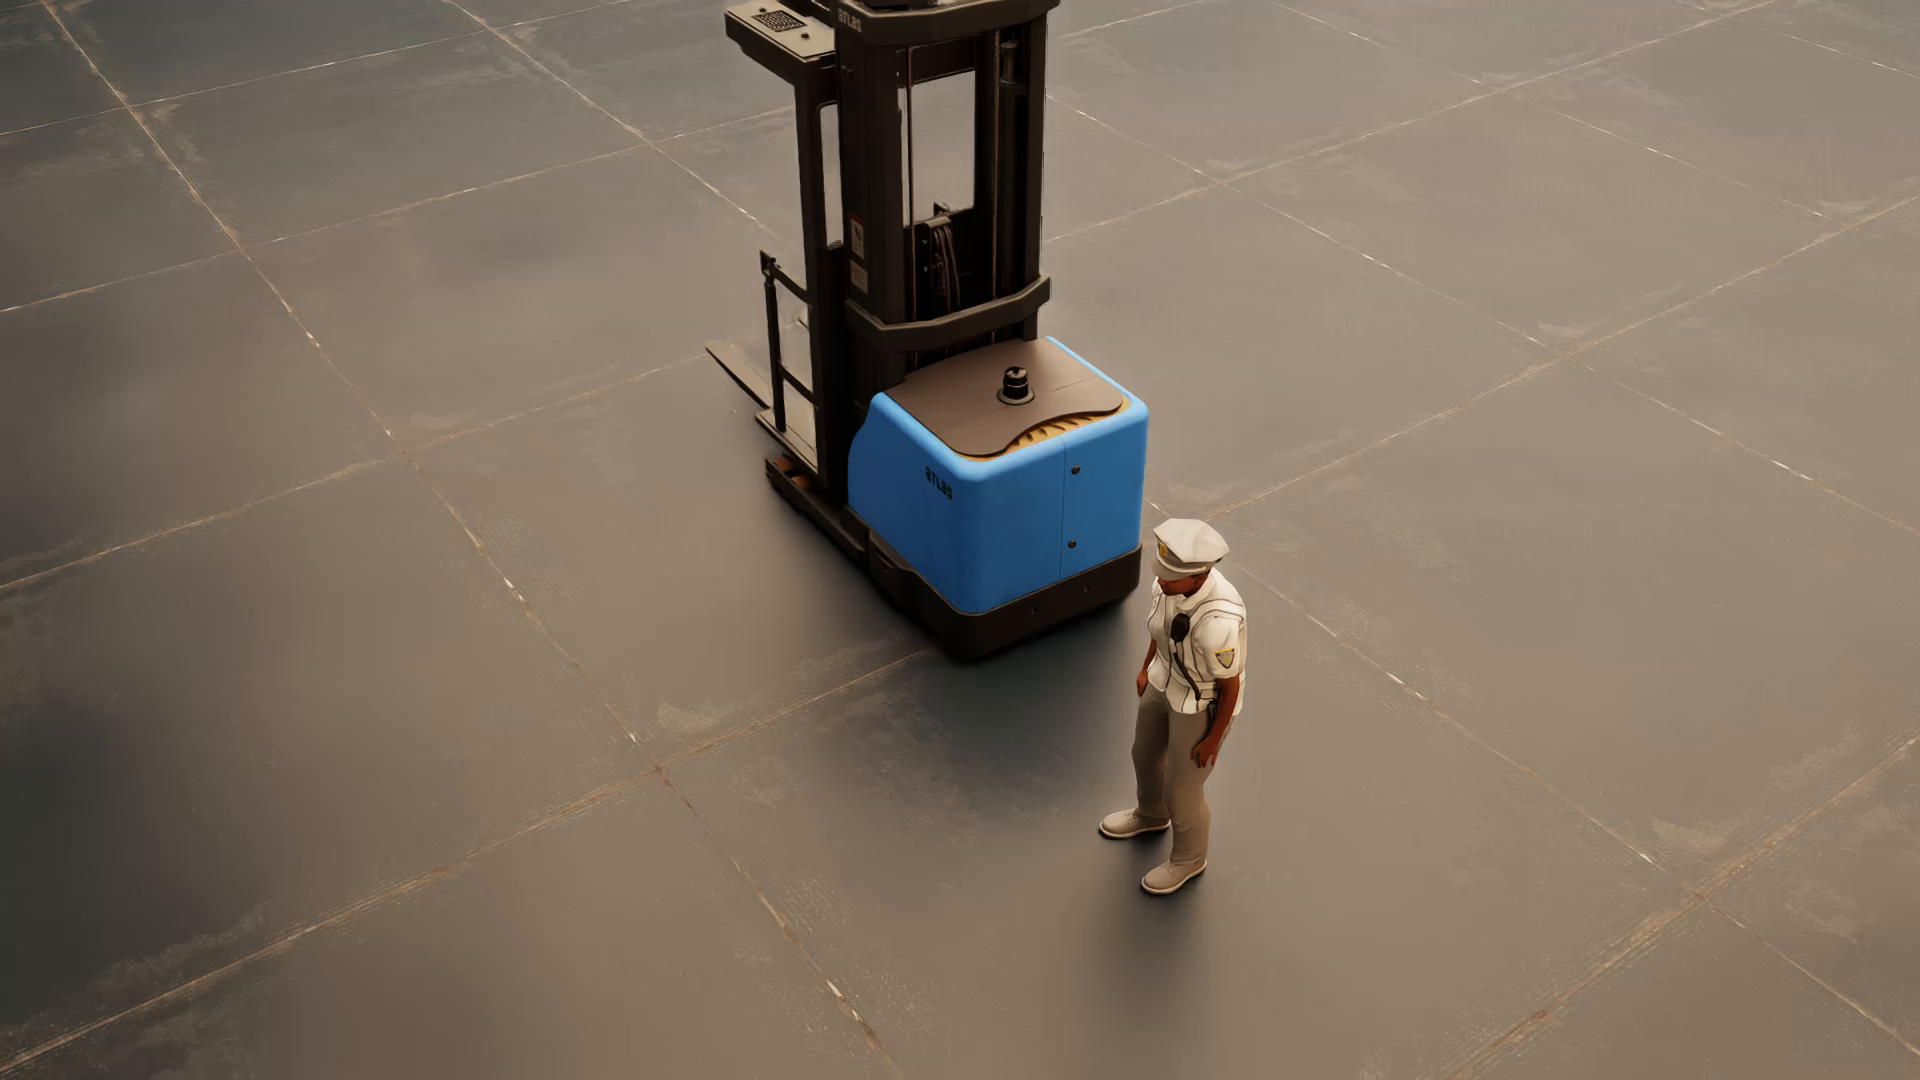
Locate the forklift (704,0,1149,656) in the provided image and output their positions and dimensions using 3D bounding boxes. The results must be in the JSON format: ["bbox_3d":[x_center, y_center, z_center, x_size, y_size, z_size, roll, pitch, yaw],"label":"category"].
[{"bbox_3d":[-0.365,-1.490,7.959,1.130,2.935,3.031,-21,41,-26],"label":"forklift"}]

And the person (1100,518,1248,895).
[{"bbox_3d":[0.822,0.602,6.203,0.395,1.658,0.528,-16,39,-20],"label":"person"}]
